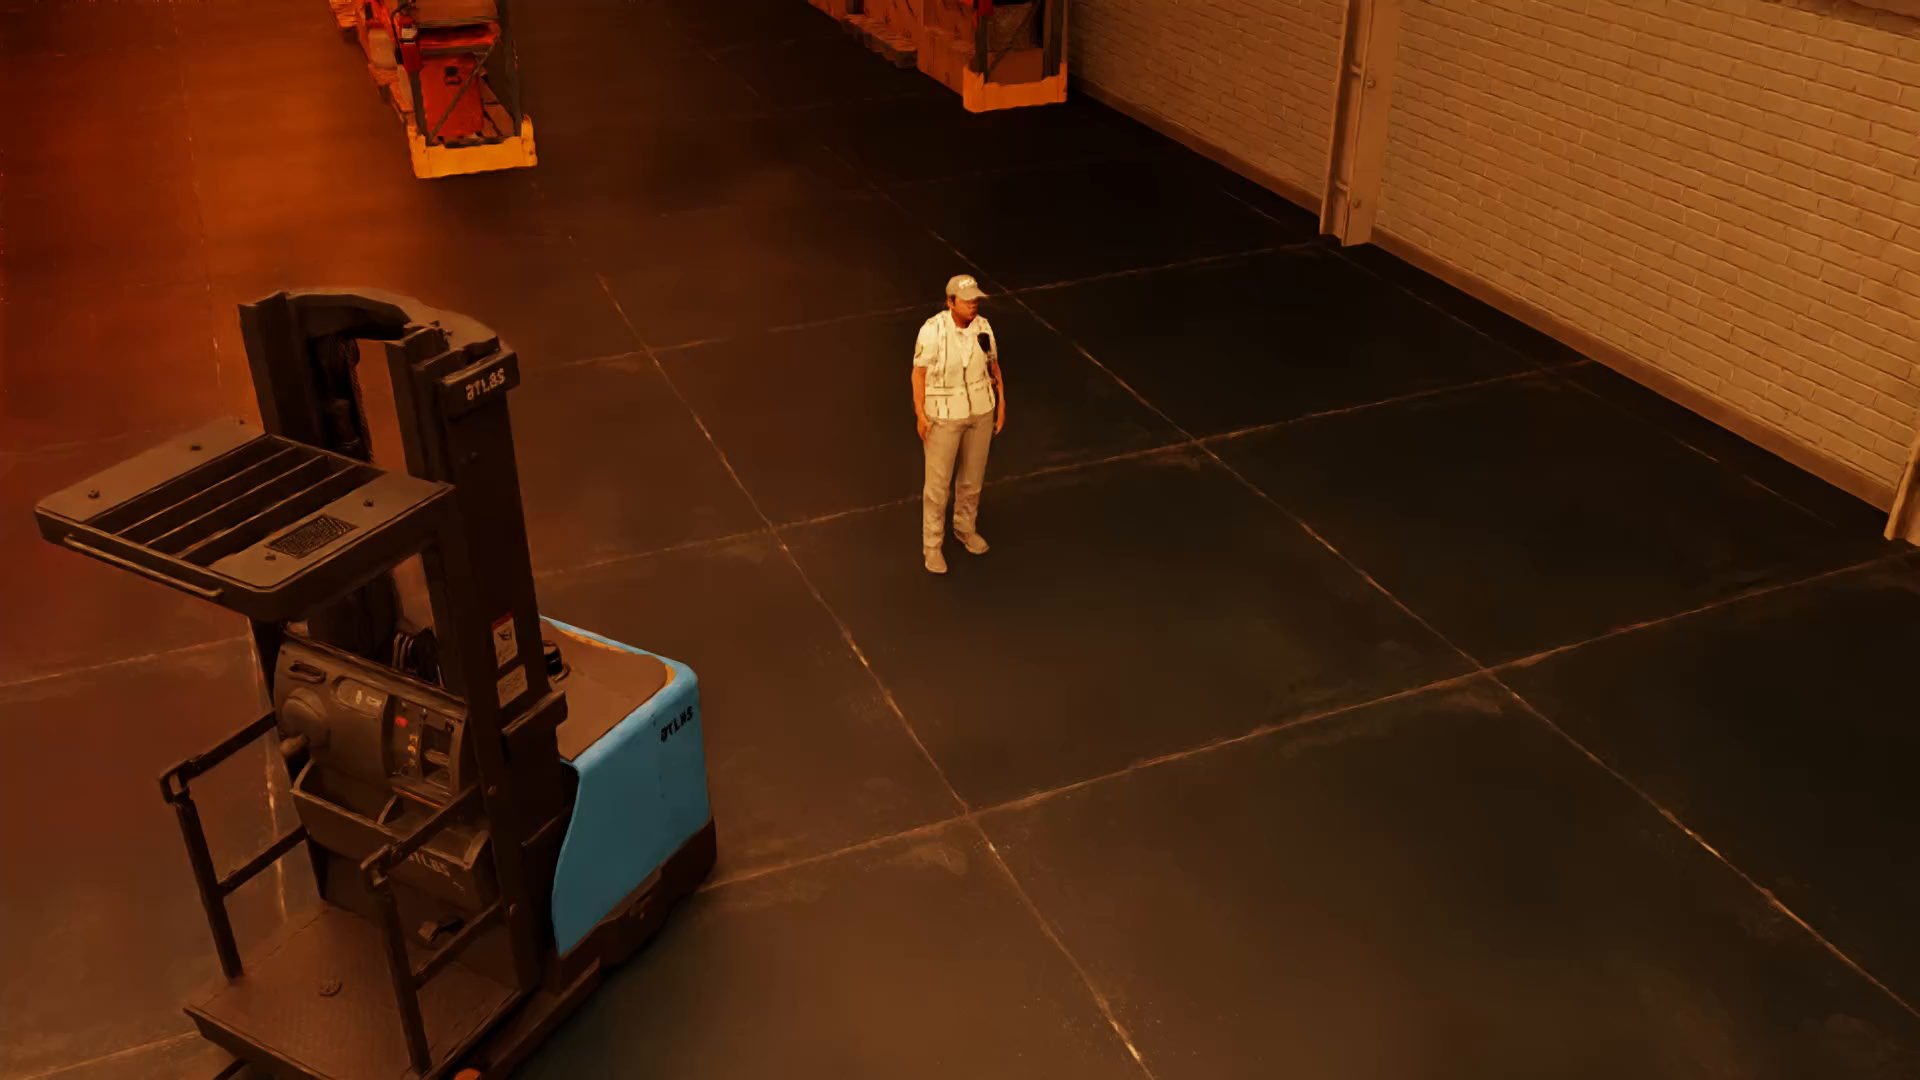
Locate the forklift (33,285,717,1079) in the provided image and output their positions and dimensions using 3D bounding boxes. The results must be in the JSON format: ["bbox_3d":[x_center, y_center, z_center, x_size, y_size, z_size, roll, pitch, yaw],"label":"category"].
[{"bbox_3d":[-2.244,0.717,5.866,1.130,2.935,3.031,15,33,25],"label":"forklift"}]

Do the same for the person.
[{"bbox_3d":[0.010,-0.690,9.587,0.598,1.669,0.529,-12,32,-20],"label":"person"}]
